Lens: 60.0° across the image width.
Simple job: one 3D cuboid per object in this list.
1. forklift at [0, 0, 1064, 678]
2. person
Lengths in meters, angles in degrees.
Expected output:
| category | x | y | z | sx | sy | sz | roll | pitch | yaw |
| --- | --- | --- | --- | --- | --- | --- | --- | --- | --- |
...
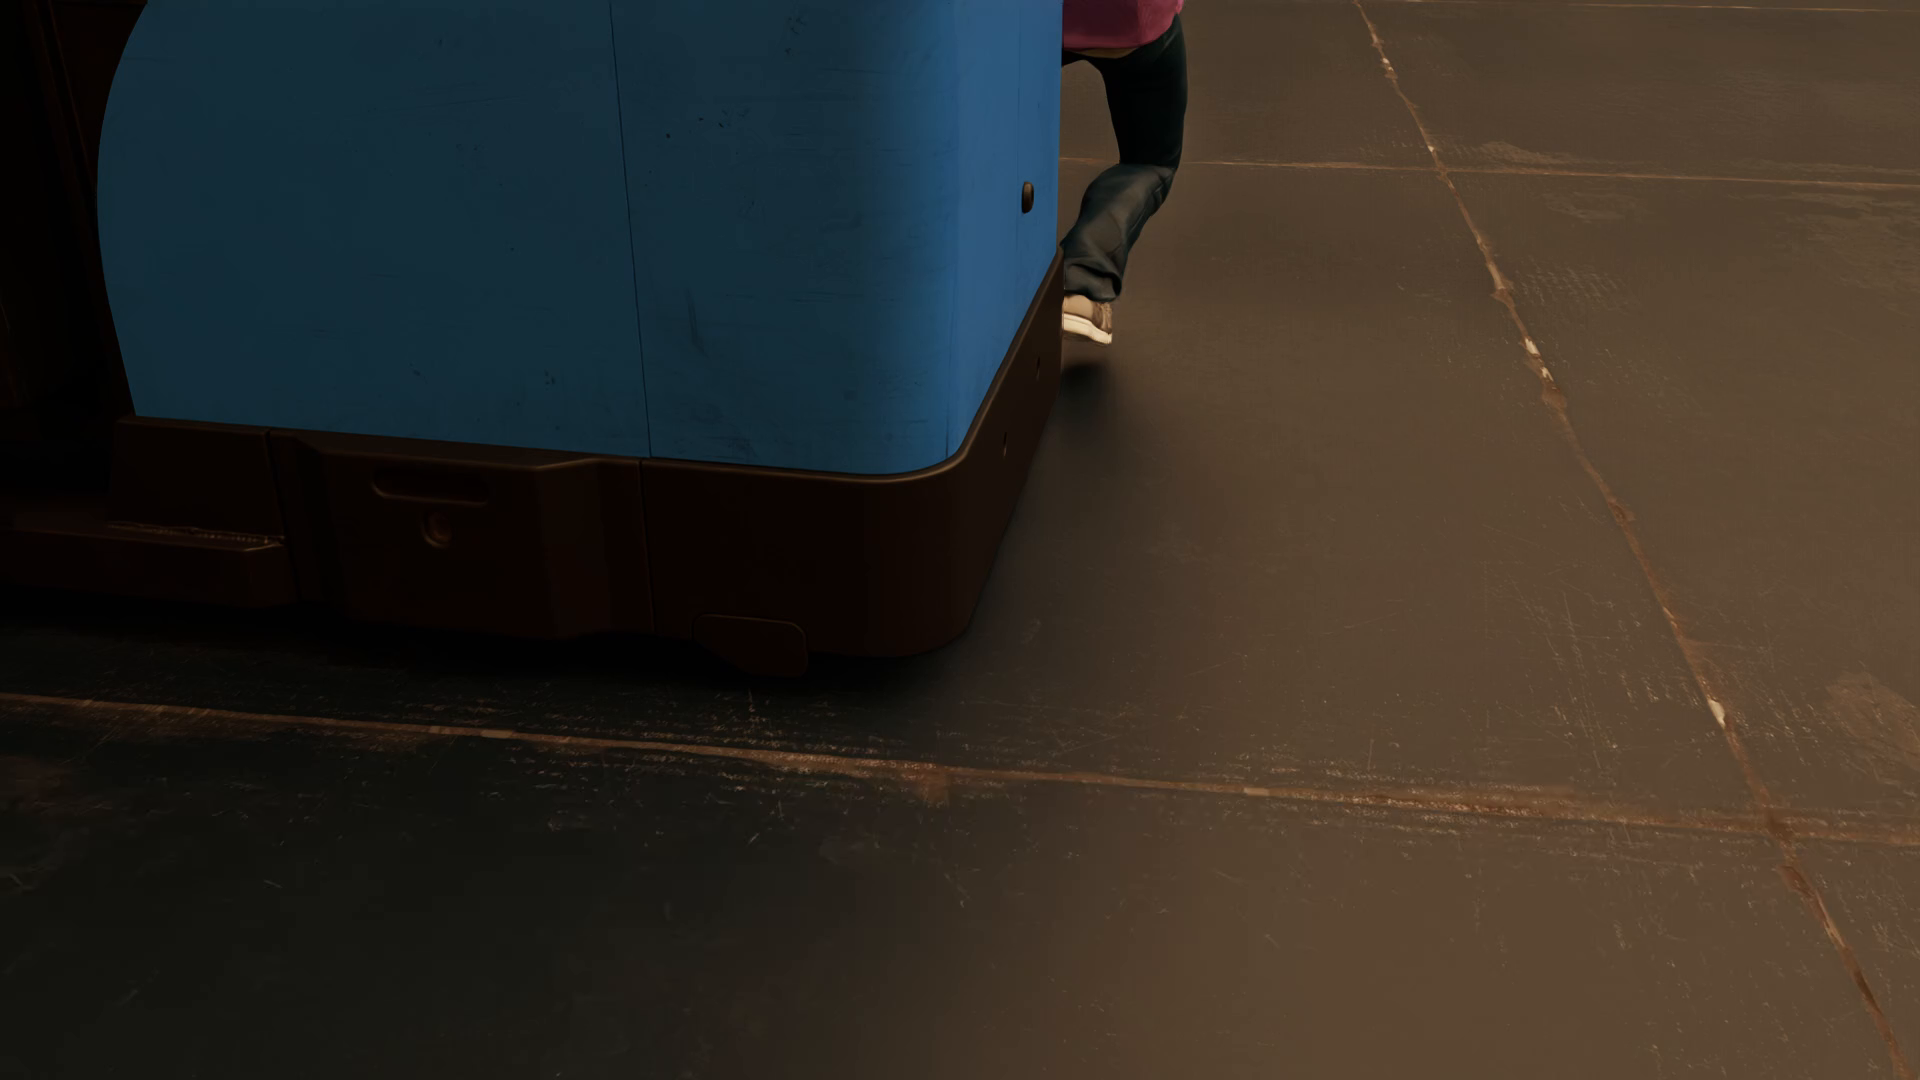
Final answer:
| category | x | y | z | sx | sy | sz | roll | pitch | yaw |
| --- | --- | --- | --- | --- | --- | --- | --- | --- | --- |
| forklift | -1.396 | -1.453 | 2.129 | 3.031 | 2.935 | 1.130 | 5 | 27 | 10 |
| person | 0.015 | -1.088 | 3.005 | 0.933 | 1.504 | 0.728 | 3 | 27 | 5 |
